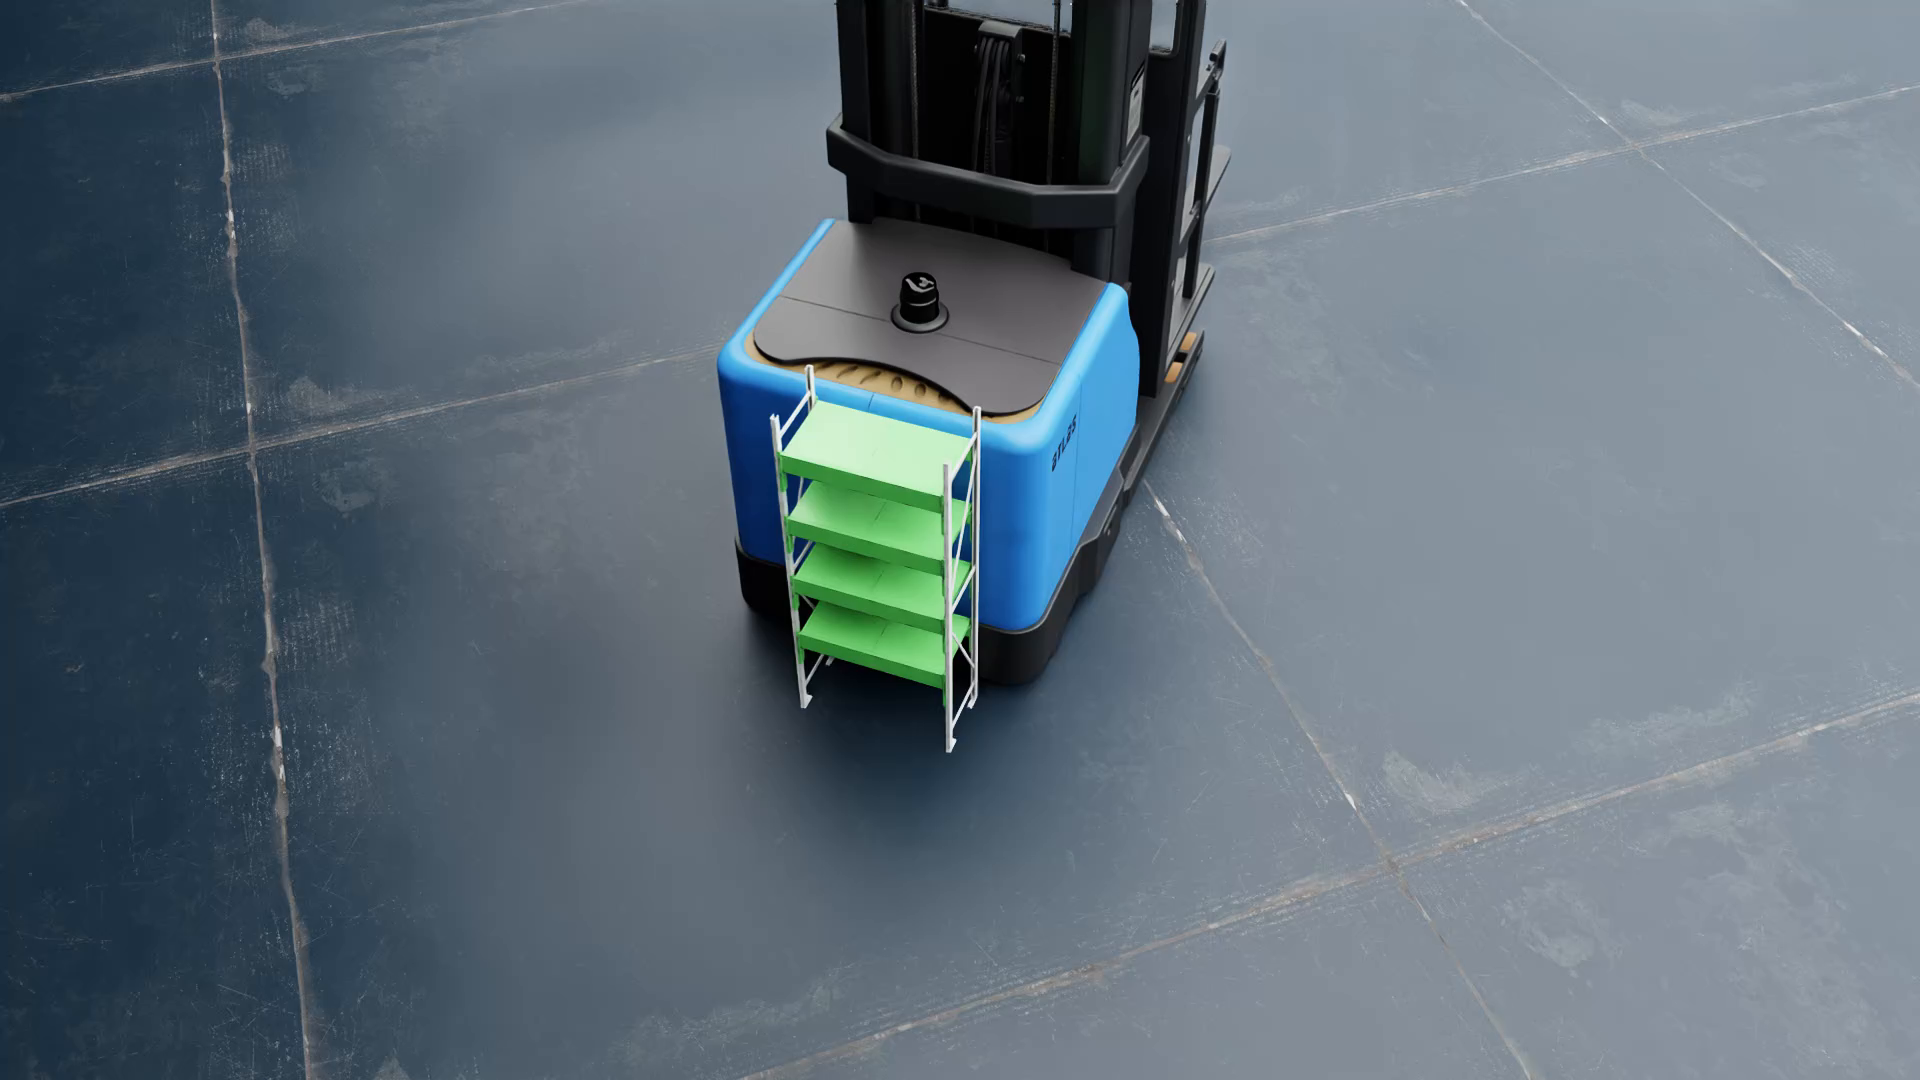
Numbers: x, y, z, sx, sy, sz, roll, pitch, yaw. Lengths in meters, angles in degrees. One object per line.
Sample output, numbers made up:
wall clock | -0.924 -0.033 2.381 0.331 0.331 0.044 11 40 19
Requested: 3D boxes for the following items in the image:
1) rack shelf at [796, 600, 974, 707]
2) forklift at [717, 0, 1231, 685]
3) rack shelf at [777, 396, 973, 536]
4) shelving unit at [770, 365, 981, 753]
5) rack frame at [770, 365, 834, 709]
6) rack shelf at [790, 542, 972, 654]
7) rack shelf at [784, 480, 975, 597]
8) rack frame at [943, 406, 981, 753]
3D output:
rack shelf | -0.222 0.303 5.030 0.480 0.148 0.258 15 47 15
forklift | 0.290 -1.643 5.318 1.130 2.935 3.031 16 47 15
rack shelf | -0.222 -0.206 4.520 0.480 0.148 0.258 15 47 15
shelving unit | -0.222 0.088 4.815 0.503 1.200 0.258 15 47 15
rack frame | -0.450 0.026 4.877 0.015 1.200 0.240 15 47 15
rack shelf | -0.222 0.133 4.860 0.480 0.148 0.258 15 47 15
rack shelf | -0.222 -0.036 4.690 0.480 0.148 0.258 15 47 15
rack frame | 0.005 0.150 4.754 0.015 1.200 0.240 15 47 15
